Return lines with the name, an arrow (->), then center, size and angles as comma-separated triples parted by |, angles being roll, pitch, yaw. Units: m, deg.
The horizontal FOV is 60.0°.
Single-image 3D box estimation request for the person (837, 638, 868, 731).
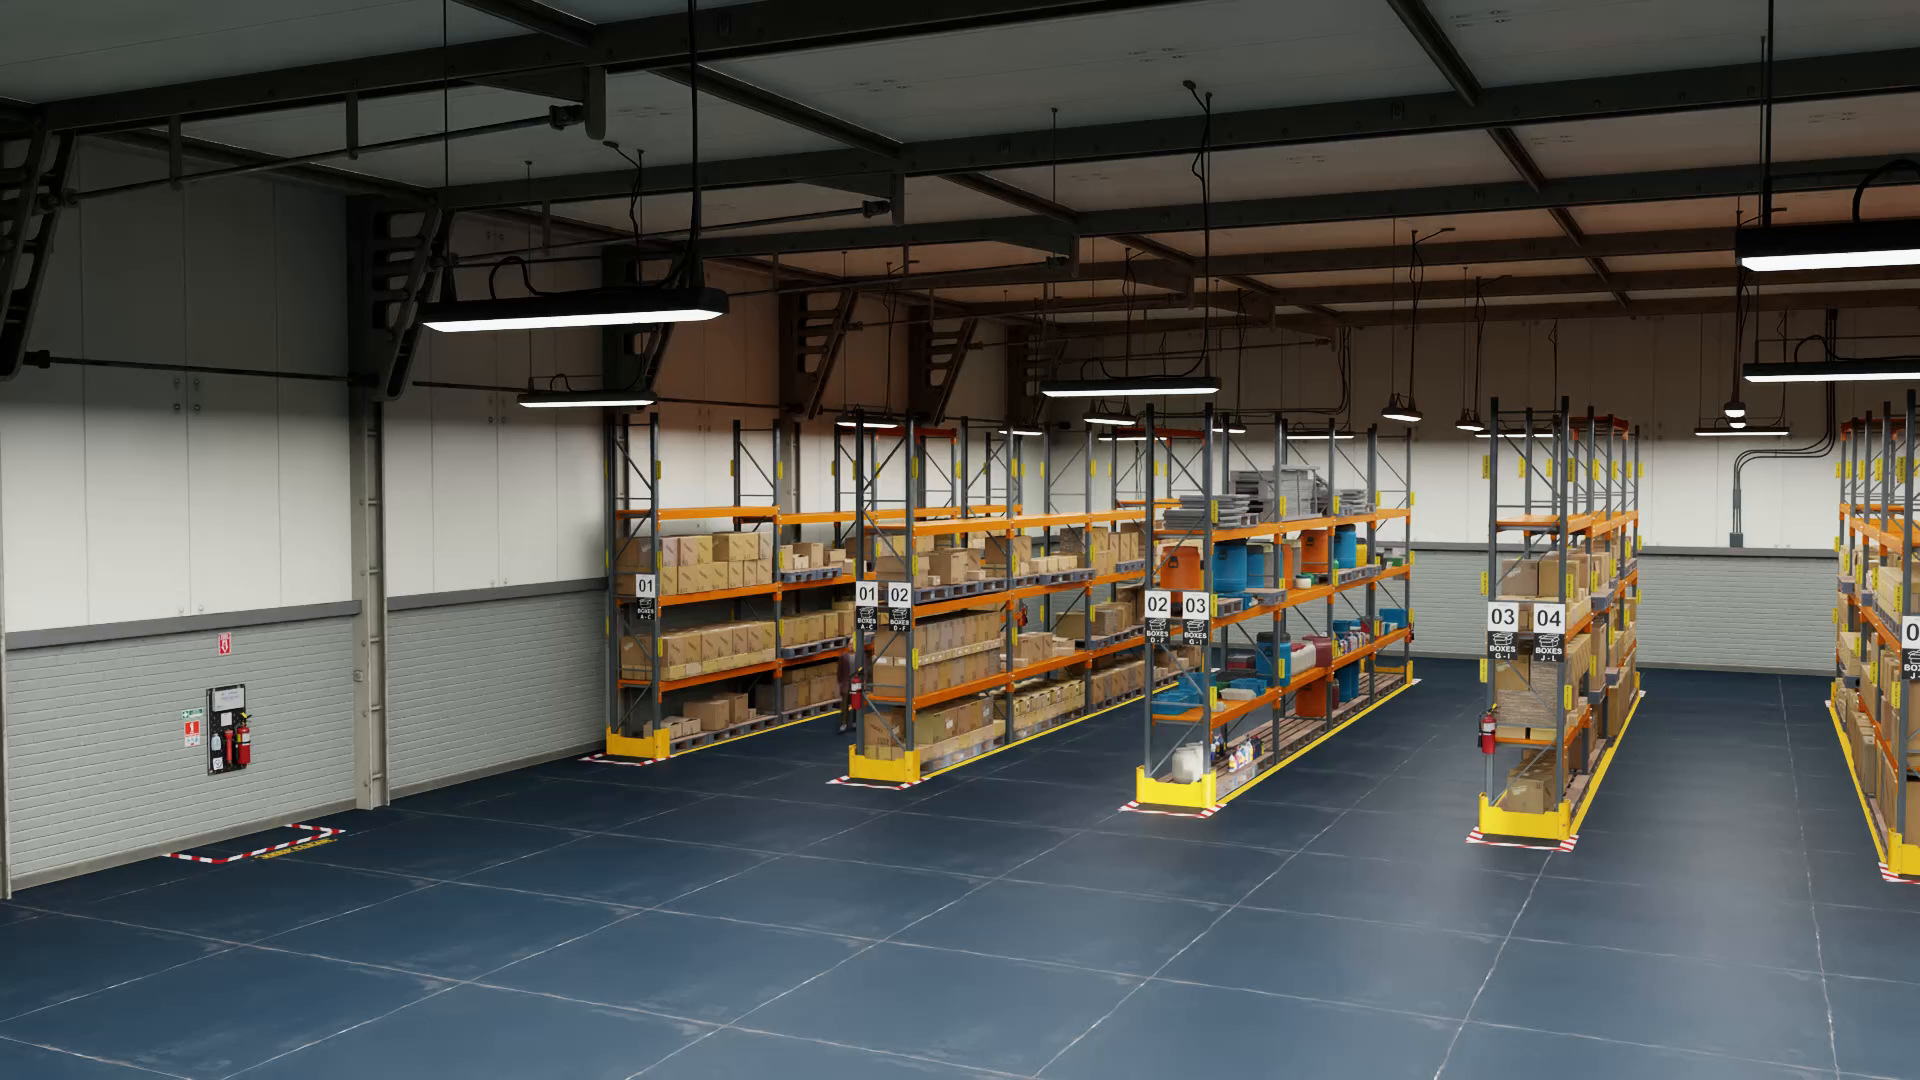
person -> -2.052, 2.771, 31.895 | 0.591, 1.746, 0.976 | 0, 2, -8
